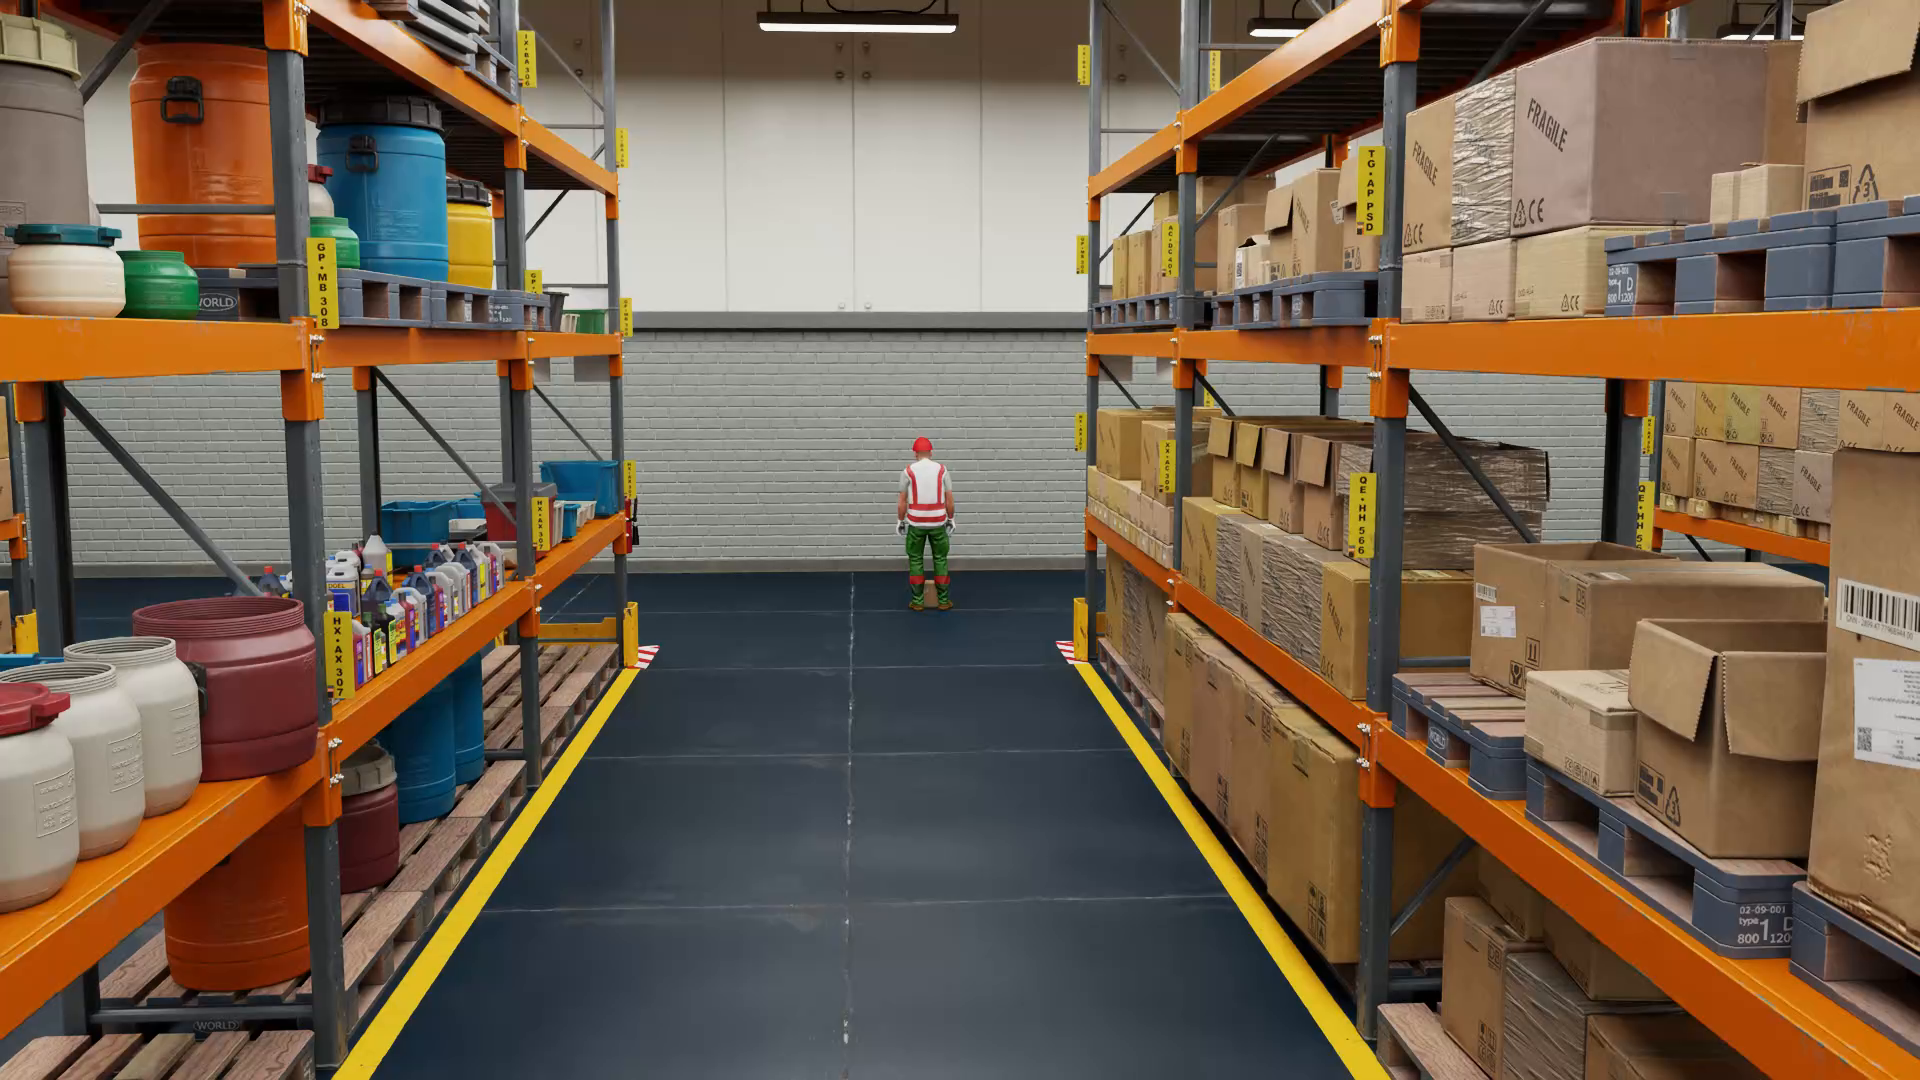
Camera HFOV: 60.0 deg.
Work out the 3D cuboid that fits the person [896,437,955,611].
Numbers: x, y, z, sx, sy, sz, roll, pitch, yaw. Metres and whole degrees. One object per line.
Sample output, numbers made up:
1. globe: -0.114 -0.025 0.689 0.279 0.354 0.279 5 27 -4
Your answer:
1. person: -0.351 -0.168 17.098 0.616 1.778 0.453 -1 7 -7
